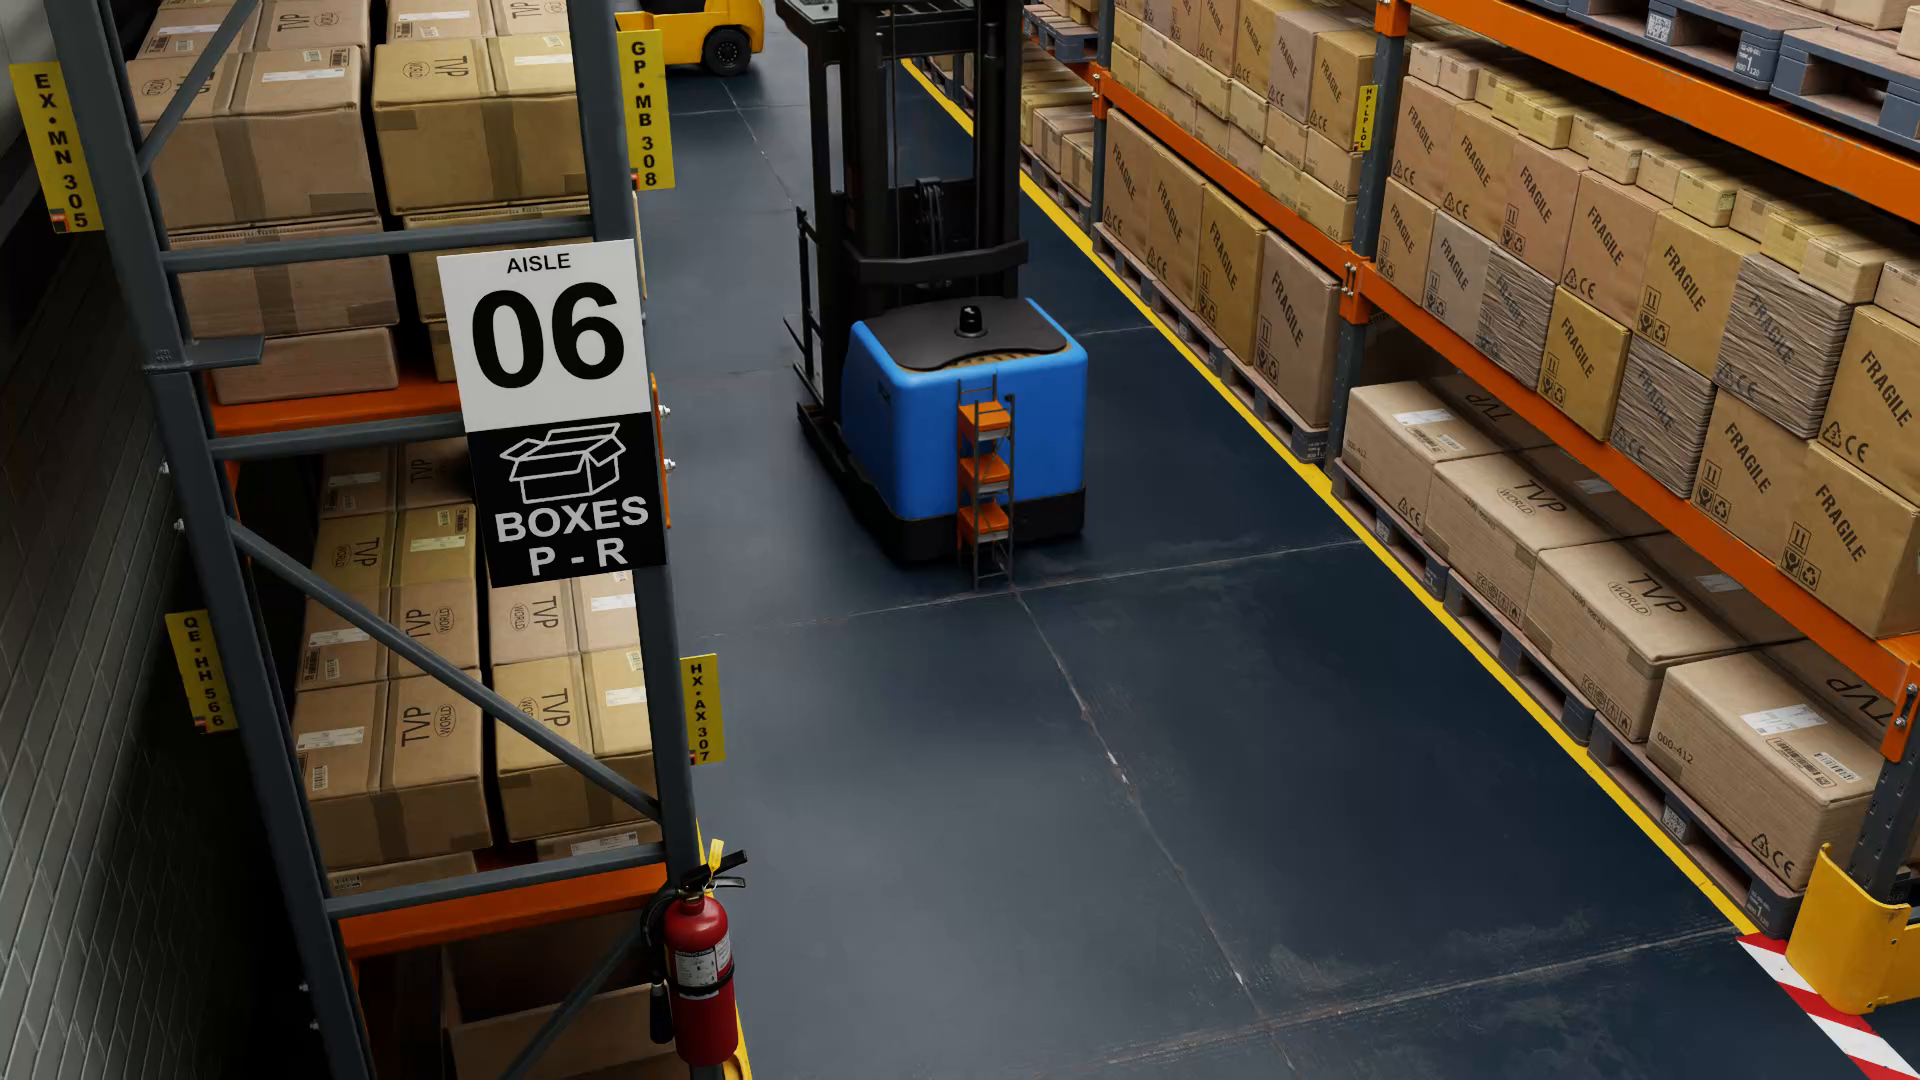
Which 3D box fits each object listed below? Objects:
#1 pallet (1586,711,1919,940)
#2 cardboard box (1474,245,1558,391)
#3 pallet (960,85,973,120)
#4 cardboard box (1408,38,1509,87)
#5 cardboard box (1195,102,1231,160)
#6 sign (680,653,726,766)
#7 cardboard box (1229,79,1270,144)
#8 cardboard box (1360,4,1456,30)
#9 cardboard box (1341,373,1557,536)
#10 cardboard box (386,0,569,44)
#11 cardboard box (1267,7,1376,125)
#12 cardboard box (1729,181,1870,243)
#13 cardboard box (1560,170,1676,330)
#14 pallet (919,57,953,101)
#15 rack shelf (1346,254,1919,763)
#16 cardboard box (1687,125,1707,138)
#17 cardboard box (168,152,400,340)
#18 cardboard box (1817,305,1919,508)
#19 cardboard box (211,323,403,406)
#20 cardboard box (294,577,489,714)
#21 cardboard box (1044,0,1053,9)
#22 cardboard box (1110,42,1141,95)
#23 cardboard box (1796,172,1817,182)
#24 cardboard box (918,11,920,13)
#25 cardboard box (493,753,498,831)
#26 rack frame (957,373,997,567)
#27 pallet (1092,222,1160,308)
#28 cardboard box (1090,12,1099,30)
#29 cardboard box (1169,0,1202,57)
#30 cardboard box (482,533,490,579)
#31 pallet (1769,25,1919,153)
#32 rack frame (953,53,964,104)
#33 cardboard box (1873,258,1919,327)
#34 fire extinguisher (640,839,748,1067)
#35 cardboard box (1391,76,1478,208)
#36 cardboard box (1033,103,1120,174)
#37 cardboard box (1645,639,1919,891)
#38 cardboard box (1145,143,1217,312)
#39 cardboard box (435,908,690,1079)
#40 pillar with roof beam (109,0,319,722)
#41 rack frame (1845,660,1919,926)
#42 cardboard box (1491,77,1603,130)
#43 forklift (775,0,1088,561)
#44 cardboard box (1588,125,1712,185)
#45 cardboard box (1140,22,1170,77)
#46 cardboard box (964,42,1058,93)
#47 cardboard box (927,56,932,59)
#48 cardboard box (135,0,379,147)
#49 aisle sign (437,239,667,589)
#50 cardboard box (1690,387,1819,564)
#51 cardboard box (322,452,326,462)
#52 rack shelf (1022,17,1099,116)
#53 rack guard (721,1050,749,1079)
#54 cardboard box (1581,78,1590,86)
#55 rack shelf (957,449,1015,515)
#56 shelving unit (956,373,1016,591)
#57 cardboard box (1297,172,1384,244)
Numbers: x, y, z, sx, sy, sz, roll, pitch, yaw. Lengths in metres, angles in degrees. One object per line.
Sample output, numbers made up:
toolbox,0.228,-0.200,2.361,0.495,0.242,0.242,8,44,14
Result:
pallet,3.327,1.043,6.738,1.003,0.211,1.213,-8,31,-13
cardboard box,2.681,-1.017,7.413,0.500,0.500,0.500,-8,31,-13
pallet,0.638,-4.001,15.452,1.003,0.211,1.213,-8,31,-13
cardboard box,2.387,-2.290,7.966,0.380,0.149,0.250,-8,31,-14
cardboard box,1.800,-2.580,10.362,0.500,0.250,0.500,-8,31,-13
sign,-0.647,0.427,4.154,0.100,0.325,0.005,-8,31,-13
cardboard box,1.919,-2.542,9.798,0.500,0.250,0.500,-7,31,-12
cardboard box,2.552,-2.689,9.303,0.500,0.500,0.500,-8,31,-14
cardboard box,2.616,-0.475,8.716,0.875,0.438,0.875,-8,31,-14
cardboard box,-1.162,-1.201,4.189,0.500,0.250,0.500,-8,31,-14
cardboard box,2.048,-2.627,9.197,0.500,0.500,0.500,-7,31,-12
cardboard box,3.058,-1.187,6.062,0.380,0.149,0.250,-8,31,-14
cardboard box,2.831,-1.196,6.725,0.500,0.500,0.500,-8,31,-14
pallet,0.217,-4.697,16.654,1.003,0.211,1.213,-8,31,-13
rack shelf,3.084,-0.443,7.239,1.077,0.370,4.000,-8,31,-13
cardboard box,3.220,-1.745,7.024,0.380,0.149,0.250,-8,31,-14
cardboard box,-1.550,-0.667,3.767,0.500,0.250,0.500,-8,31,-14
cardboard box,3.257,-0.465,5.462,0.500,0.500,0.500,-7,31,-12
cardboard box,-1.478,-0.440,3.772,0.380,0.149,0.250,-7,31,-12
cardboard box,-1.683,0.374,4.963,0.500,0.250,0.500,-8,31,-13
cardboard box,0.868,-4.210,12.861,0.380,0.149,0.250,-9,31,-16
cardboard box,1.379,-3.317,11.637,0.500,0.250,0.500,-8,31,-14
cardboard box,3.457,-1.382,6.397,0.380,0.149,0.250,-8,31,-13
cardboard box,-0.123,-5.396,16.655,0.500,0.500,0.500,-7,31,-12
cardboard box,-1.525,0.727,4.750,0.380,0.149,0.250,-7,31,-12
rack frame,0.083,-0.333,8.278,0.200,1.050,0.008,-10,32,-17
pallet,1.628,-2.054,12.089,1.003,0.211,1.213,-8,31,-13
cardboard box,1.178,-3.852,12.242,0.380,0.149,0.250,-7,31,-11
cardboard box,1.650,-3.367,10.475,0.500,0.500,0.500,-7,31,-12
cardboard box,-1.302,0.067,5.493,0.500,0.250,0.500,-8,31,-14
pallet,3.408,-1.405,5.277,1.003,0.211,1.213,-8,31,-13
rack frame,0.430,-5.584,15.403,1.000,3.000,0.127,-8,31,-13
cardboard box,3.236,-0.811,5.412,0.380,0.149,0.250,-7,31,-12
fire extinguisher,-0.685,1.078,4.343,0.296,0.674,0.183,-8,31,-13
cardboard box,2.446,-1.934,7.999,0.500,0.500,0.500,-8,31,-13
cardboard box,1.148,-3.326,13.706,0.950,0.372,0.625,-8,31,-14
cardboard box,3.343,0.833,6.454,0.875,0.438,0.875,-9,31,-15
cardboard box,1.827,-2.138,11.152,0.875,0.875,0.875,-7,31,-13
cardboard box,-1.241,1.464,5.299,0.797,0.503,0.637,-9,31,-15
pillar with roof beam,1.235,-3.771,6.282,9.100,9.000,0.400,-8,31,-13
rack frame,3.615,0.212,5.390,1.000,3.000,0.127,-8,31,-13
cardboard box,2.586,-1.922,7.331,0.380,0.149,0.250,-8,31,-14
forklift,-0.322,-1.885,9.081,1.130,2.935,3.031,-10,32,-17
cardboard box,2.773,-1.552,6.691,0.380,0.149,0.250,-8,31,-13
cardboard box,1.524,-3.276,11.066,0.500,0.250,0.500,-7,31,-12
cardboard box,0.571,-4.375,15.519,0.950,0.372,0.625,-7,31,-13
cardboard box,-0.137,-5.081,16.860,0.500,0.250,0.500,-9,31,-15
cardboard box,-1.694,-1.134,4.074,0.500,0.250,0.500,-9,31,-15
aisle sign,-0.869,-0.258,3.606,0.394,0.787,0.004,-8,31,-13
cardboard box,3.113,-0.274,6.129,0.500,0.500,0.500,-8,31,-14
cardboard box,-2.086,-0.356,6.224,0.500,0.250,0.500,-7,31,-12
rack shelf,0.961,-4.307,13.914,1.077,0.370,4.000,-8,31,-13
rack guard,-1.190,1.919,4.936,1.175,0.500,0.348,-8,31,-13
cardboard box,2.964,-2.107,7.650,0.380,0.149,0.250,-8,31,-13
rack shelf,0.124,-0.267,8.184,0.215,0.259,0.240,-10,32,-17
shelving unit,0.124,-0.276,8.179,0.215,1.050,0.252,-10,32,-17
cardboard box,2.191,-1.838,9.081,0.500,0.250,0.500,-9,31,-14
